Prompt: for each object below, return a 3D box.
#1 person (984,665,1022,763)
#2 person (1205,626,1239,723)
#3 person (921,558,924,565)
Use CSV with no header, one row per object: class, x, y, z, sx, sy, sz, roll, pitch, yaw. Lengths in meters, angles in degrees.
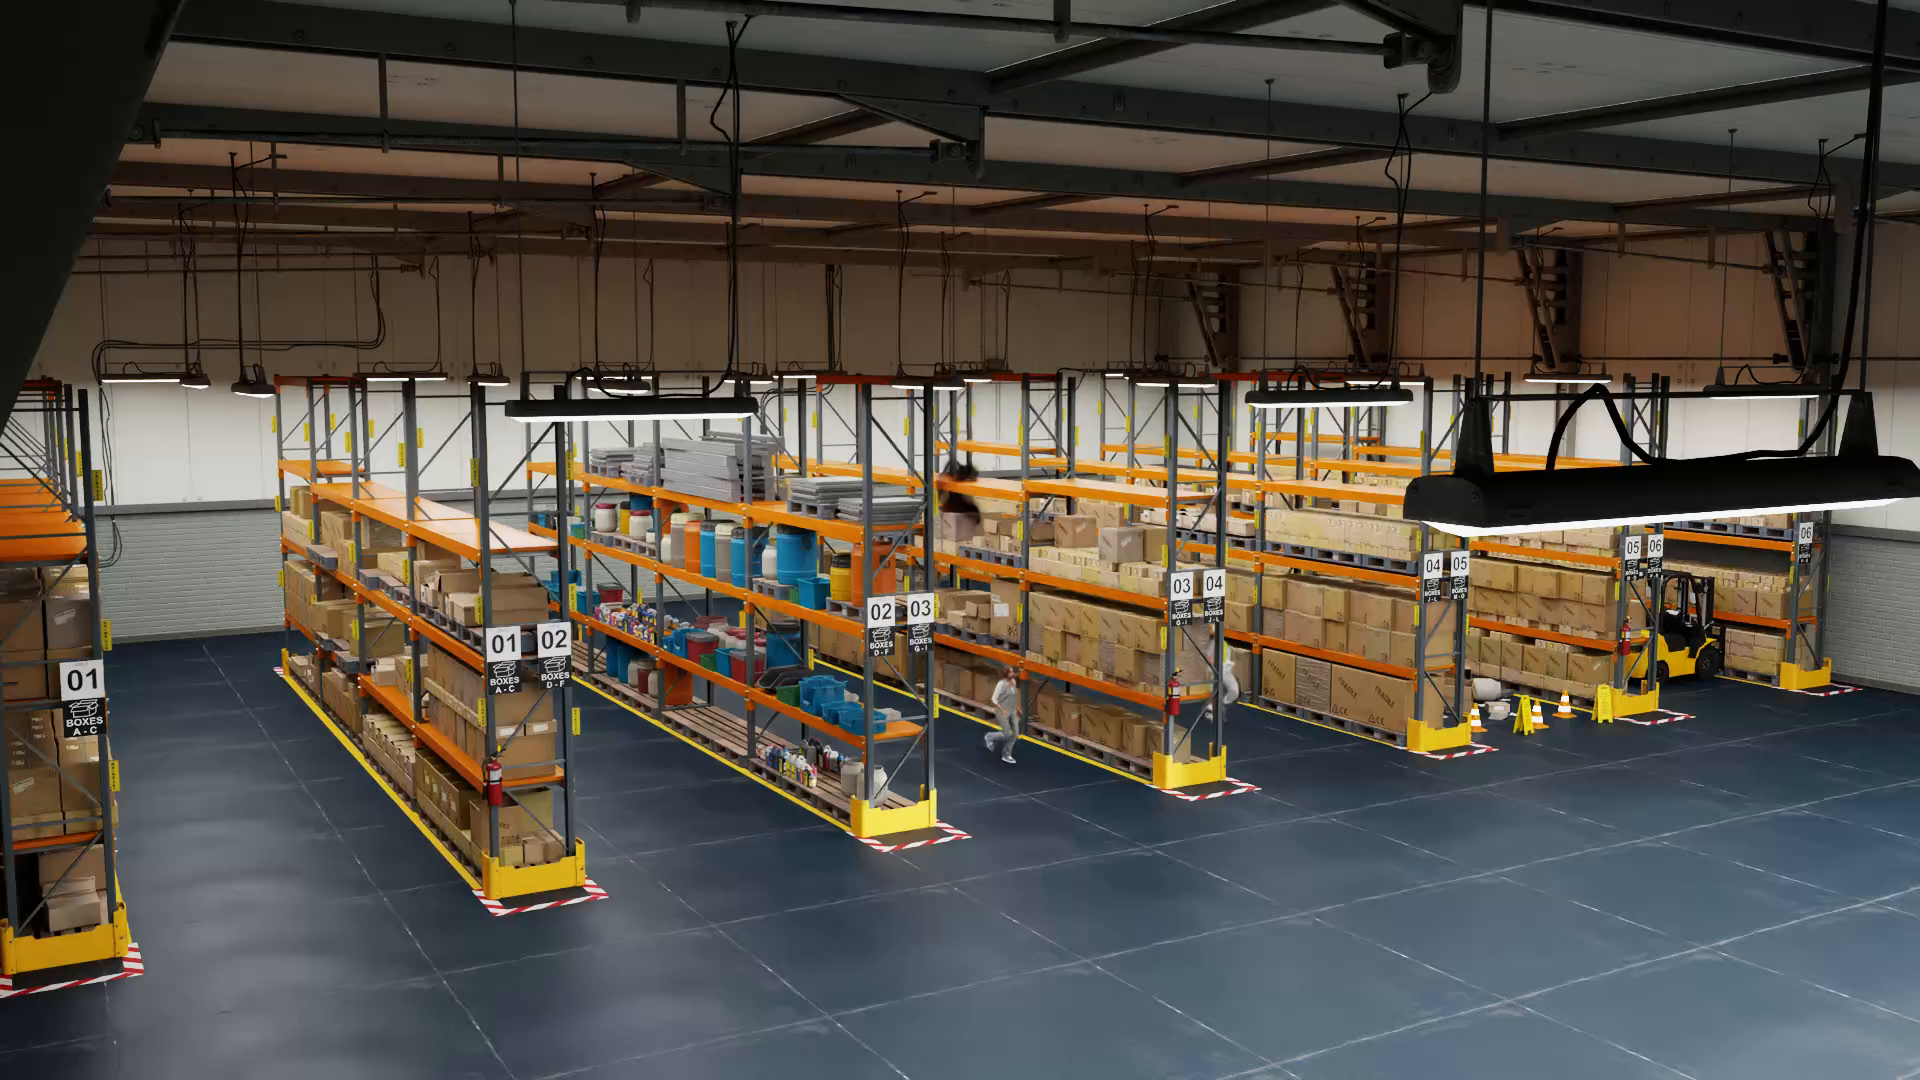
person,0.675,2.712,26.141,0.522,1.554,0.598,-6,9,-44
person,4.527,2.303,28.677,0.640,1.750,0.661,-5,8,-40
person,-0.695,0.886,41.969,0.688,1.743,0.875,6,9,43
